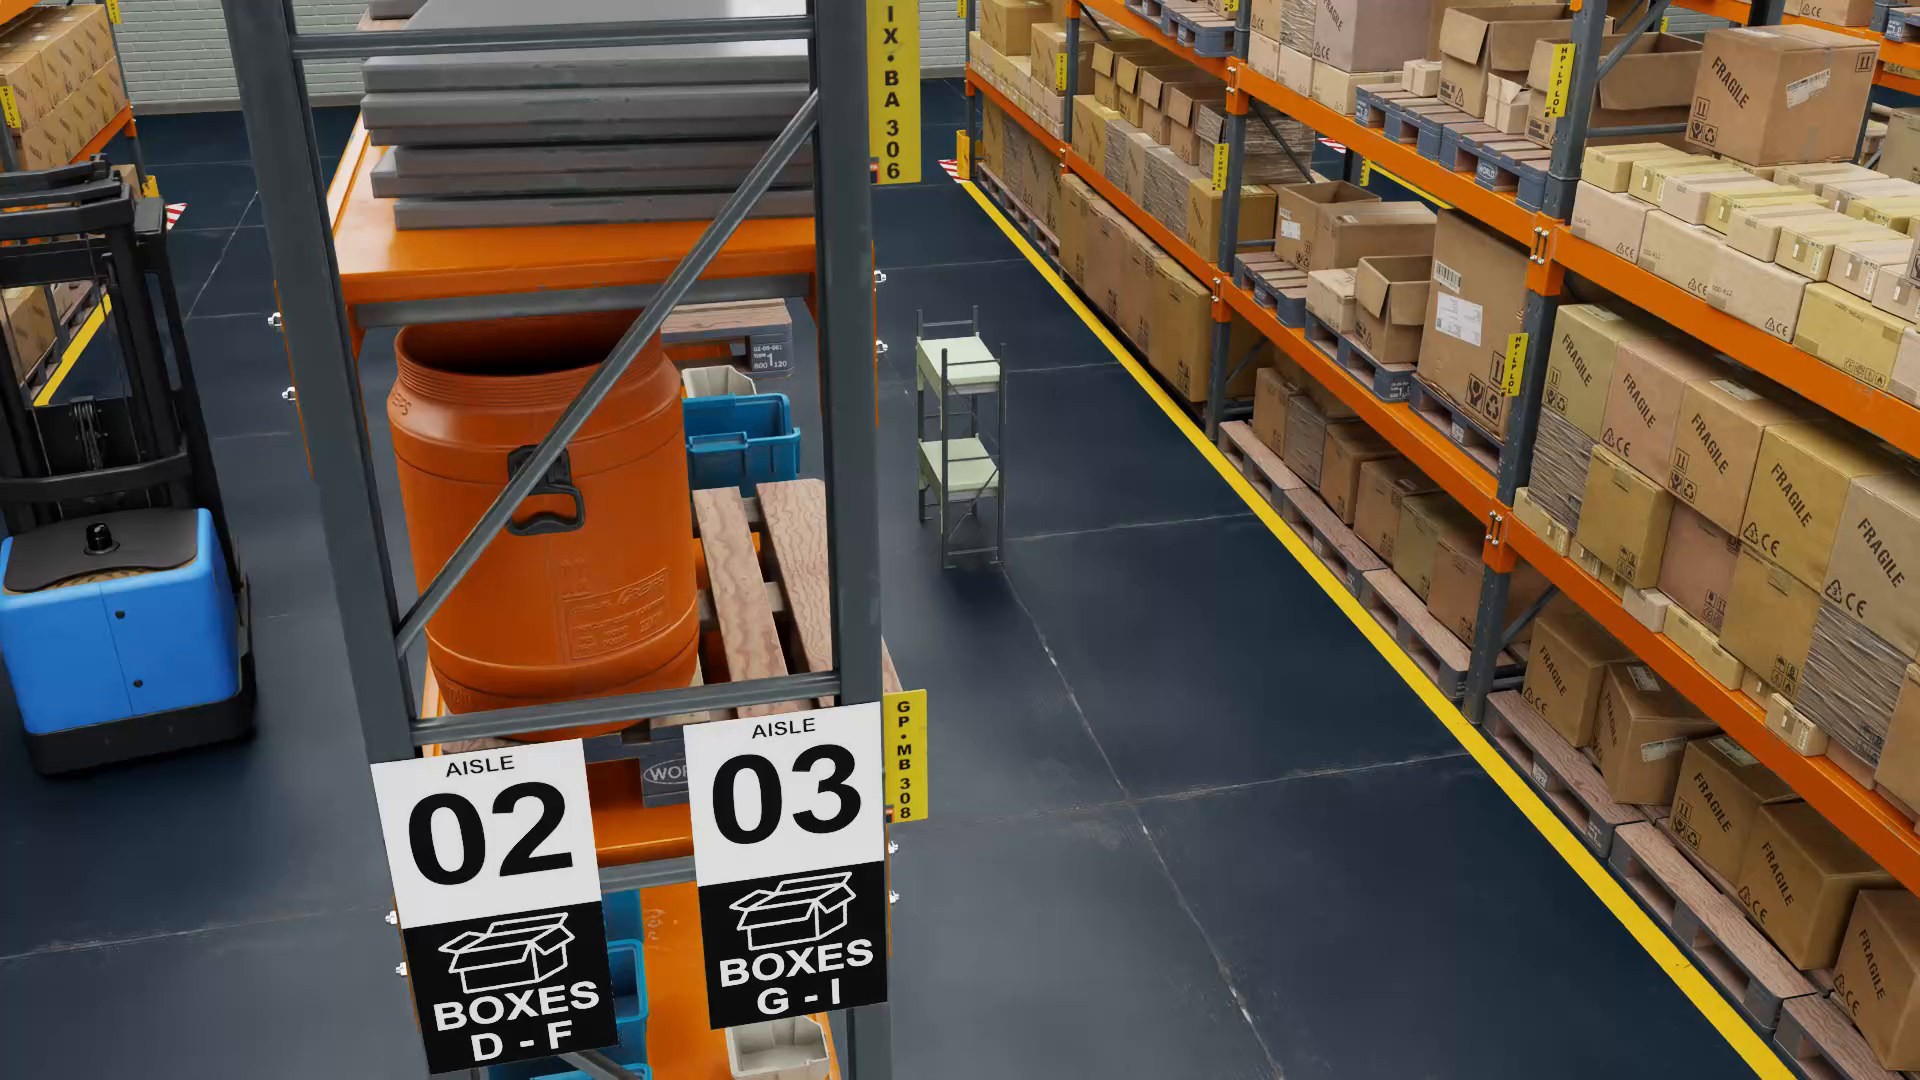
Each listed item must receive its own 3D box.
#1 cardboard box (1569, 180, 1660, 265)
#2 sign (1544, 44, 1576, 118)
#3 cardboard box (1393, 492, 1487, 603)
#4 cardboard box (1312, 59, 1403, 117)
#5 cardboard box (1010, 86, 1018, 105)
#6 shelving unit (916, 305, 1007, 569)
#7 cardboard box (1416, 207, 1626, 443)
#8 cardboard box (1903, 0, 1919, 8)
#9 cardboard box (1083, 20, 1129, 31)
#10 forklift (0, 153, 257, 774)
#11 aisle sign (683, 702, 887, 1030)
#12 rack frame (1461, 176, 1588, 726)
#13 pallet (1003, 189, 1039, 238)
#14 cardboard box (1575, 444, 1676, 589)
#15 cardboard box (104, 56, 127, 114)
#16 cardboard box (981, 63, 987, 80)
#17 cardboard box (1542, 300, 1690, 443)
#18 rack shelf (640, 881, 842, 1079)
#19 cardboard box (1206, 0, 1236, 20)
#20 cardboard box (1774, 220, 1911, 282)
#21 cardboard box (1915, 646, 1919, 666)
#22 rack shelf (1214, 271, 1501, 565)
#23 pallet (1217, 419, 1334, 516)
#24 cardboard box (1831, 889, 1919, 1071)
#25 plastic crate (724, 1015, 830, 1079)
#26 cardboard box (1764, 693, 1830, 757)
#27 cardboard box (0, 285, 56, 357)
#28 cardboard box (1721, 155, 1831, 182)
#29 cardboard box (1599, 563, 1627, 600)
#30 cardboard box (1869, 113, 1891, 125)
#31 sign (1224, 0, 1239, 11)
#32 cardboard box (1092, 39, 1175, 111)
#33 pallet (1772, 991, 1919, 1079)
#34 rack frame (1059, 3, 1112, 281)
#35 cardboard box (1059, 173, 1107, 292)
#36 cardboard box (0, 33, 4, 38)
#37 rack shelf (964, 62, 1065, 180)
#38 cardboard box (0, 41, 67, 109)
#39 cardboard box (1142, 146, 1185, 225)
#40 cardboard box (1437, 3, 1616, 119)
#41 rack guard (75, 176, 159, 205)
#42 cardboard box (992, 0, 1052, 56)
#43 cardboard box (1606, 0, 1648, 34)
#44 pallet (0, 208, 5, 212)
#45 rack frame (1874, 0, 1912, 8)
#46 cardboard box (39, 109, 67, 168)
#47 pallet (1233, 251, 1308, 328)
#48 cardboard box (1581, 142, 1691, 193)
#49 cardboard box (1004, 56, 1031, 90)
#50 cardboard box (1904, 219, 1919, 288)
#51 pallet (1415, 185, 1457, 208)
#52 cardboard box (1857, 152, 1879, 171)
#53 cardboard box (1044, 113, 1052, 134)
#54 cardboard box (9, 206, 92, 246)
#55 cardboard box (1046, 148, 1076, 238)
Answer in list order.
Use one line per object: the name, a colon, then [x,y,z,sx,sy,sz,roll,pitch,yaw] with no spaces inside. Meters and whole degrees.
cardboard box: [3.120,-1.450,7.477,0.500,0.250,0.500,-7,28,-14]
sign: [2.728,-2.089,7.566,0.100,0.325,0.005,-6,27,-12]
cardboard box: [3.062,0.035,9.983,0.700,0.500,0.500,-6,27,-12]
cardboard box: [2.465,-2.747,10.047,0.500,0.250,0.500,-5,27,-10]
cardboard box: [0.731,-4.577,17.115,0.380,0.149,0.250,-6,27,-11]
shelving unit: [0.002,-0.667,10.753,0.431,1.500,0.755,-6,27,-12]
cardboard box: [3.226,-1.219,9.051,1.000,1.000,1.000,-6,27,-11]
cardboard box: [7.353,-4.278,12.803,0.500,0.500,0.500,-6,27,-12]
cardboard box: [1.503,-4.767,16.216,0.500,0.500,0.500,-6,27,-12]
forklift: [-4.840,-0.745,9.319,1.130,2.935,3.031,-10,29,-20]
aisle sign: [-0.354,0.699,3.497,0.394,0.787,0.004,-6,27,-12]
rack frame: [3.268,-0.401,8.562,1.000,3.000,0.127,-6,27,-12]
pallet: [1.092,-3.547,17.889,1.003,0.211,1.213,-6,27,-12]
cardboard box: [3.388,-0.152,7.627,0.875,0.500,0.500,-6,27,-12]
cardboard box: [-8.722,-4.540,16.652,0.500,0.500,0.500,-5,27,-10]
cardboard box: [0.440,-5.143,18.235,0.380,0.149,0.250,-7,28,-13]
cardboard box: [3.122,-0.801,7.805,0.500,0.500,0.500,-6,27,-12]
rack shelf: [-1.106,1.301,5.988,1.077,0.370,4.000,-6,27,-12]
cardboard box: [2.159,-3.990,11.763,0.797,0.503,0.637,-4,27,-9]
cardboard box: [3.372,-1.108,6.359,0.380,0.149,0.250,-6,27,-13]
cardboard box: [3.687,0.296,5.631,0.500,0.500,0.500,-6,27,-12]
rack shelf: [2.818,-0.958,10.464,1.077,0.370,4.000,-6,27,-12]
pallet: [2.542,-0.569,11.989,1.003,0.211,1.213,-6,27,-12]
cardboard box: [3.877,1.749,6.611,0.500,0.500,0.500,1,27,2]
plastic crate: [-0.544,1.550,4.989,0.298,0.136,0.250,-6,27,-12]
cardboard box: [3.464,0.715,6.629,0.380,0.149,0.250,-6,27,-12]
cardboard box: [-7.796,-1.802,13.623,0.500,0.500,0.500,-6,27,-12]
cardboard box: [3.594,-1.611,7.355,0.380,0.149,0.250,-6,27,-11]
cardboard box: [3.216,0.163,7.724,0.380,0.149,0.250,-6,27,-12]
cardboard box: [10.881,-4.643,19.343,0.875,0.438,0.875,-7,28,-13]
sign: [1.824,-3.710,11.126,0.100,0.325,0.005,-6,27,-12]
cardboard box: [1.617,-4.126,14.718,0.797,0.503,0.637,-7,28,-13]
pallet: [4.004,2.206,6.491,1.003,0.211,1.213,-6,27,-12]
rack frame: [1.465,-3.913,15.520,1.000,3.000,0.127,-6,27,-12]
cardboard box: [1.629,-2.873,15.352,1.225,0.875,0.875,-6,27,-11]
cardboard box: [-8.897,-4.262,14.992,0.500,0.500,0.500,-6,27,-12]
rack shelf: [1.015,-4.470,17.422,1.077,0.370,4.000,-6,27,-12]
cardboard box: [-8.251,-4.087,14.645,0.500,0.500,0.500,-7,28,-13]
cardboard box: [1.787,-2.840,13.284,0.500,0.500,0.500,-7,28,-13]
cardboard box: [3.046,-2.604,9.016,0.797,0.503,0.637,-5,27,-9]
rack guard: [-9.071,-3.515,17.507,1.175,0.500,0.348,-6,27,-12]
cardboard box: [0.644,-5.385,17.441,0.500,0.500,0.500,-7,28,-13]
cardboard box: [6.456,-5.219,16.557,0.500,0.500,0.500,-5,27,-10]
pallet: [-8.113,-2.461,12.857,1.003,0.211,1.213,-6,27,-12]
rack frame: [7.222,-5.295,11.599,1.000,3.000,0.127,-6,27,-12]
cardboard box: [-8.155,-3.429,14.451,0.500,0.500,0.500,-5,27,-11]
pallet: [2.631,-1.769,11.486,1.213,0.211,1.003,-6,27,-12]
cardboard box: [3.041,-1.677,7.485,0.380,0.149,0.250,-7,28,-13]
cardboard box: [0.765,-4.820,17.153,0.500,0.250,0.500,-6,27,-13]
cardboard box: [3.574,-1.039,5.502,0.500,0.500,0.500,-6,27,-12]
pallet: [5.856,-3.955,18.699,1.003,0.211,1.213,-6,27,-12]
cardboard box: [7.309,-3.057,13.307,0.380,0.149,0.250,-5,27,-9]
cardboard box: [1.019,-4.015,16.000,0.380,0.149,0.250,-5,27,-11]
cardboard box: [-8.615,-2.815,15.627,0.797,0.503,0.637,-6,27,-12]
cardboard box: [1.395,-3.450,16.494,0.875,0.875,0.875,-6,27,-12]
